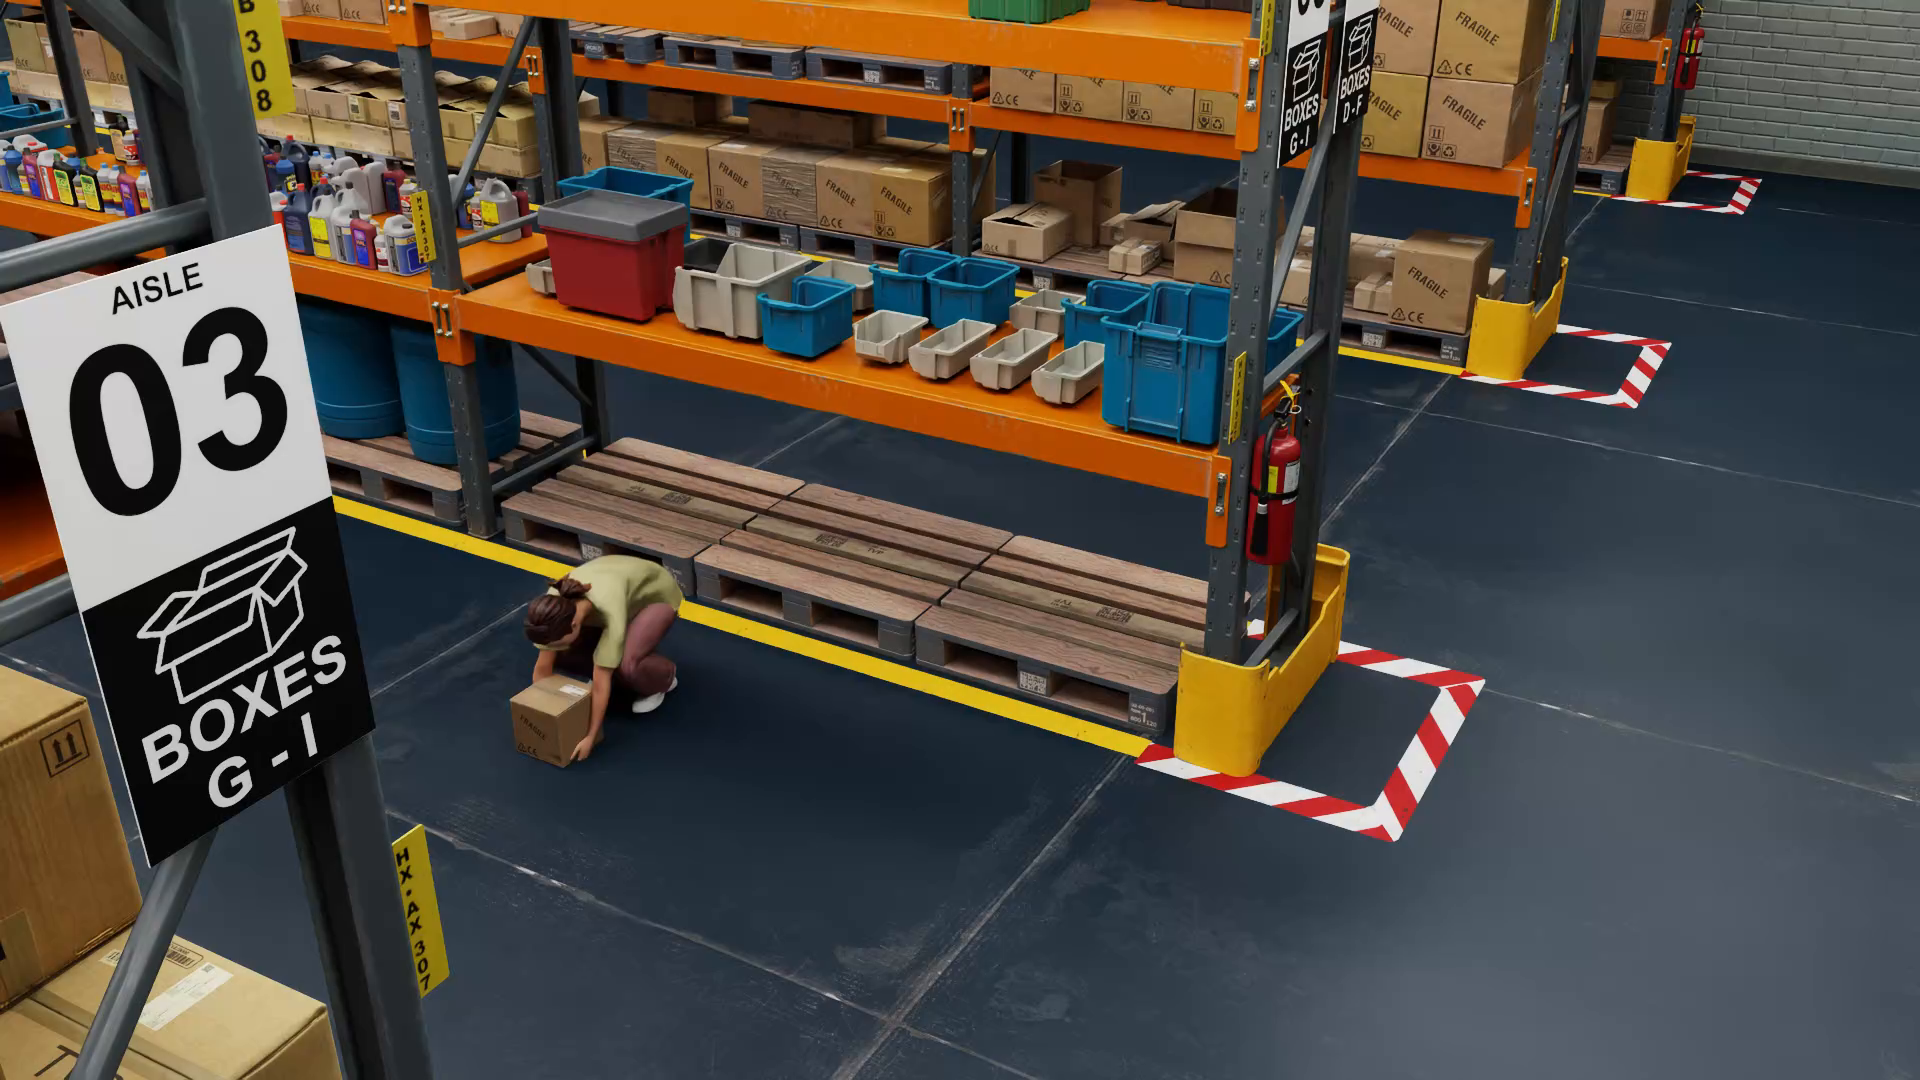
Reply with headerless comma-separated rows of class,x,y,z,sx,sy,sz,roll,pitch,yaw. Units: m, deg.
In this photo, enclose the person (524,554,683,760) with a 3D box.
person,-1.484,0.426,6.896,0.468,0.784,0.845,14,30,25
